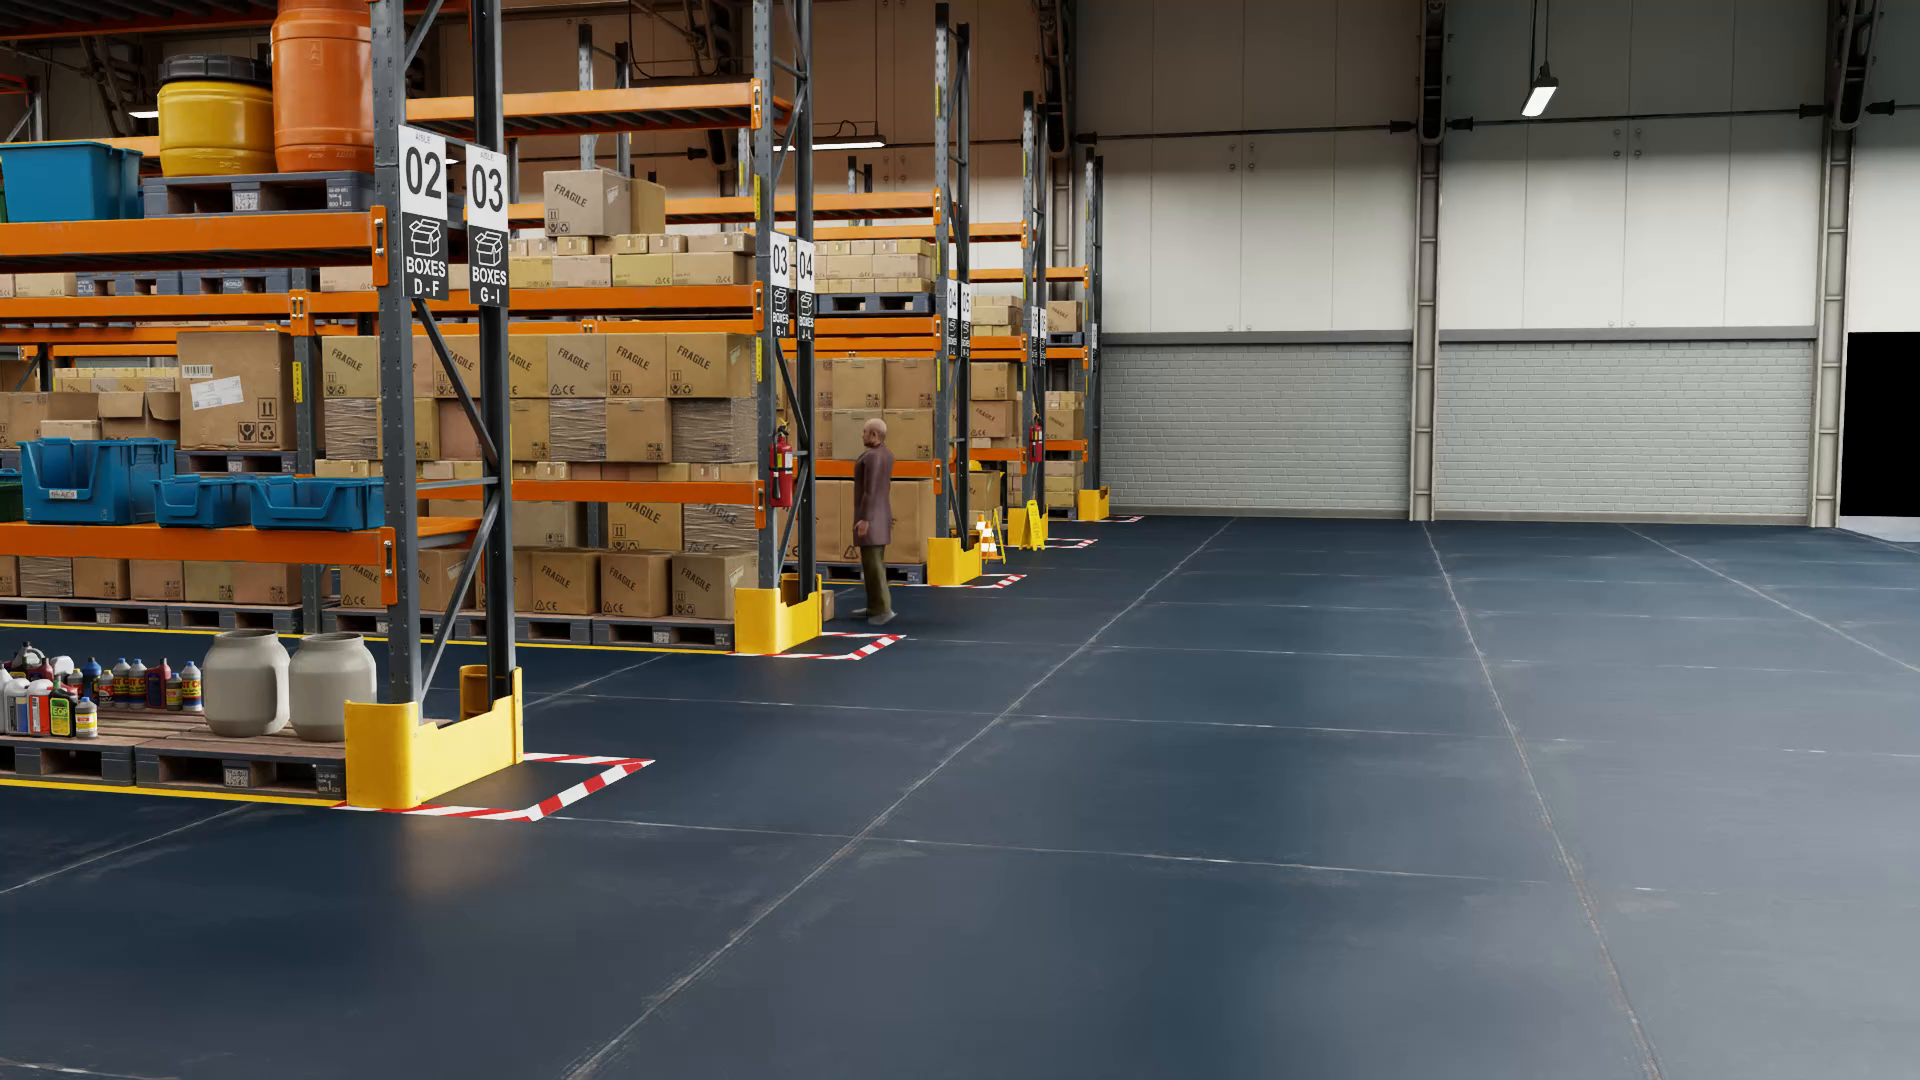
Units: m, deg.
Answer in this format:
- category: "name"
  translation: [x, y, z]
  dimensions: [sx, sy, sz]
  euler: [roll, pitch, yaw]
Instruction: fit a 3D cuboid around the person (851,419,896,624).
- category: "person"
  translation: [-0.763, -0.130, 14.543]
  dimensions: [0.479, 1.862, 0.574]
  euler: [1, 5, 14]
